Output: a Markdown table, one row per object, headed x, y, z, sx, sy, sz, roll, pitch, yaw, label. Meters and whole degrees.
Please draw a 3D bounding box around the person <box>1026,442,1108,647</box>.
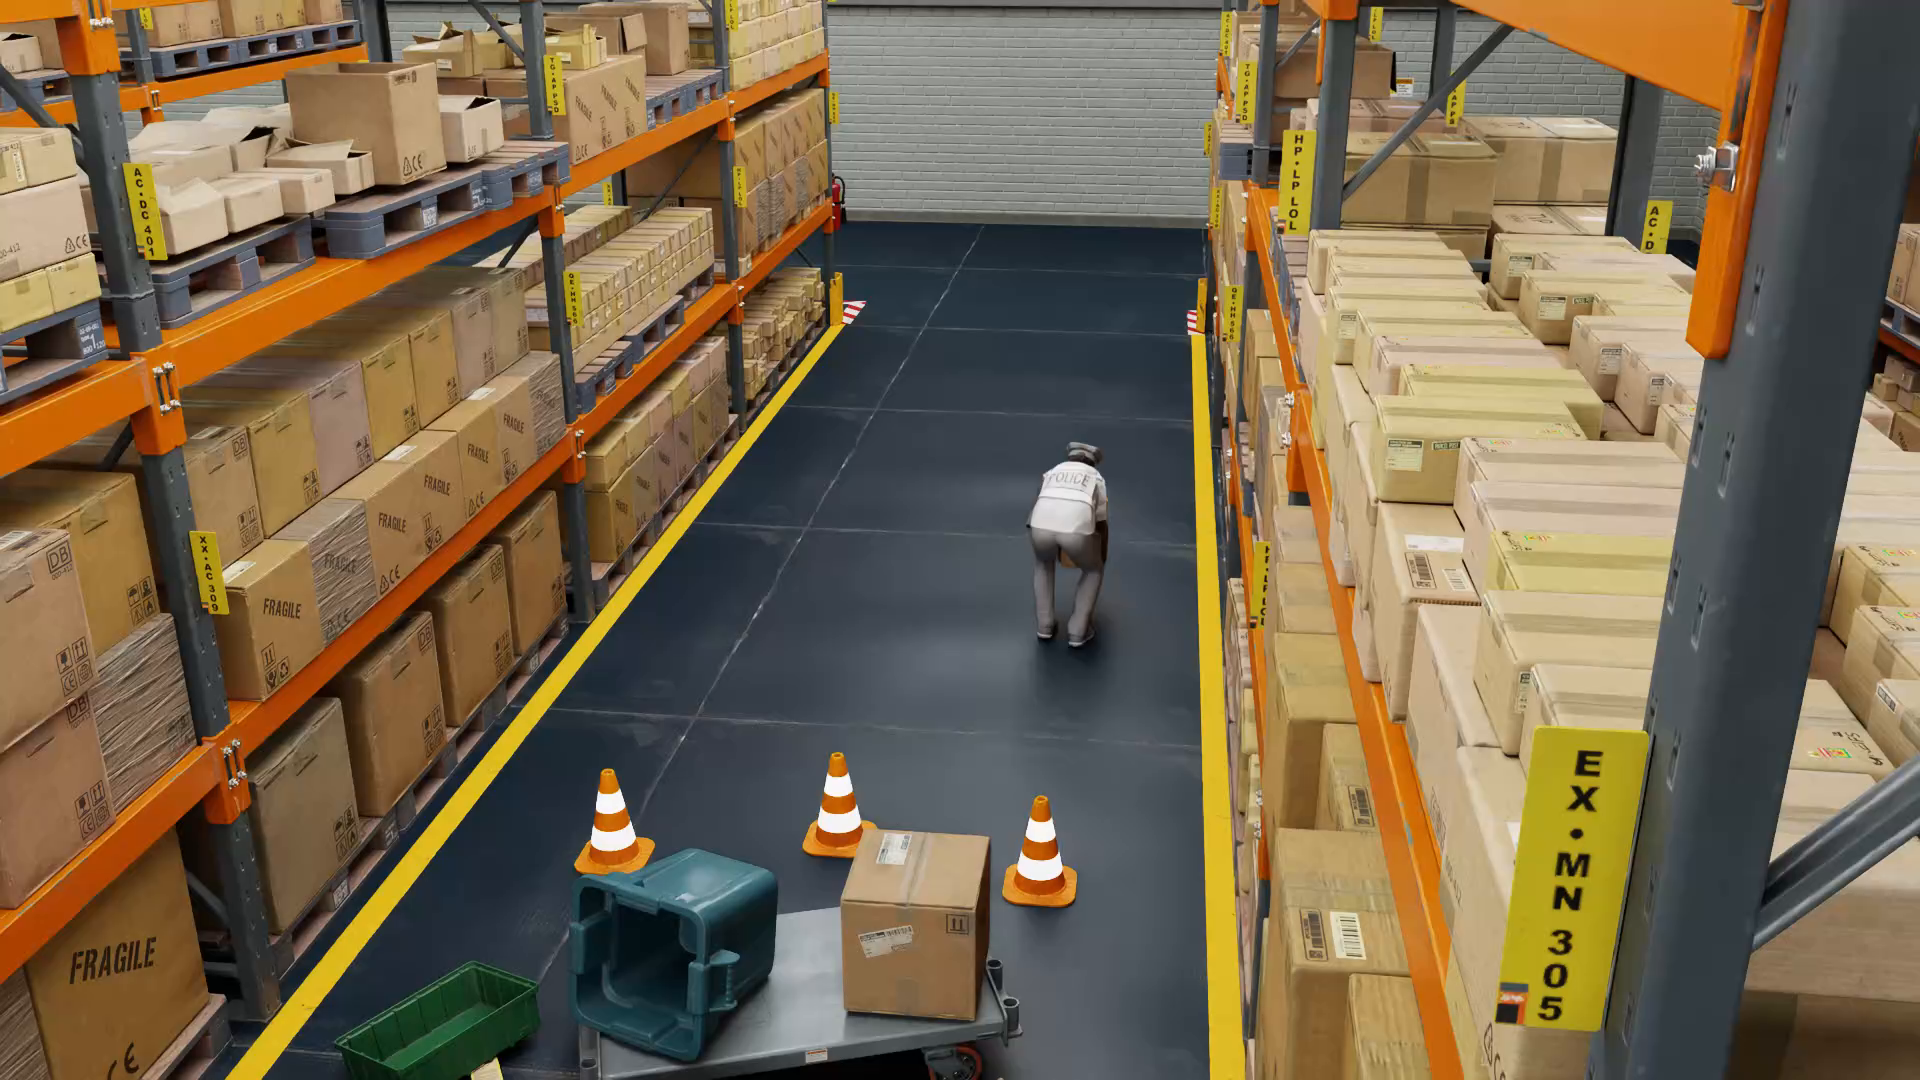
| x | y | z | sx | sy | sz | roll | pitch | yaw | label |
| --- | --- | --- | --- | --- | --- | --- | --- | --- | --- |
| 0.693 | 0.021 | 10.289 | 0.440 | 1.117 | 0.930 | 6 | 22 | 15 | person |
